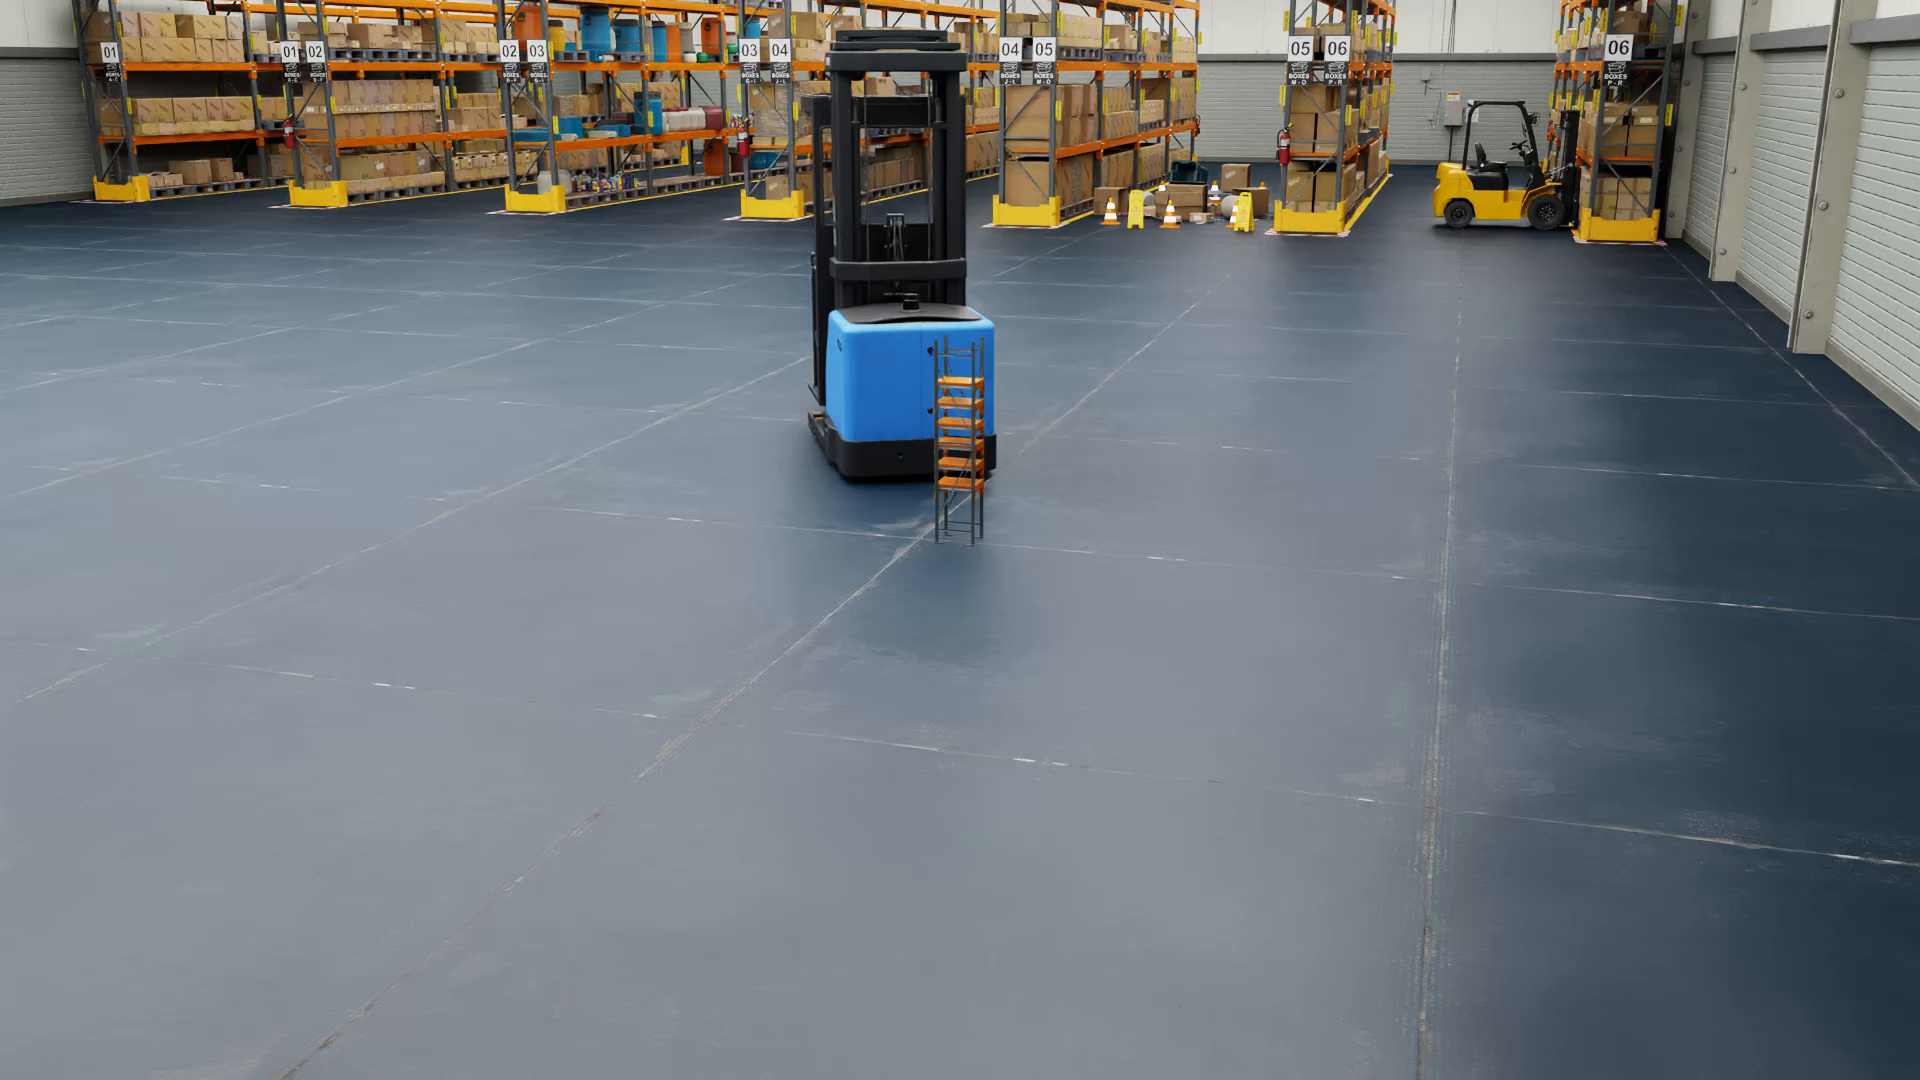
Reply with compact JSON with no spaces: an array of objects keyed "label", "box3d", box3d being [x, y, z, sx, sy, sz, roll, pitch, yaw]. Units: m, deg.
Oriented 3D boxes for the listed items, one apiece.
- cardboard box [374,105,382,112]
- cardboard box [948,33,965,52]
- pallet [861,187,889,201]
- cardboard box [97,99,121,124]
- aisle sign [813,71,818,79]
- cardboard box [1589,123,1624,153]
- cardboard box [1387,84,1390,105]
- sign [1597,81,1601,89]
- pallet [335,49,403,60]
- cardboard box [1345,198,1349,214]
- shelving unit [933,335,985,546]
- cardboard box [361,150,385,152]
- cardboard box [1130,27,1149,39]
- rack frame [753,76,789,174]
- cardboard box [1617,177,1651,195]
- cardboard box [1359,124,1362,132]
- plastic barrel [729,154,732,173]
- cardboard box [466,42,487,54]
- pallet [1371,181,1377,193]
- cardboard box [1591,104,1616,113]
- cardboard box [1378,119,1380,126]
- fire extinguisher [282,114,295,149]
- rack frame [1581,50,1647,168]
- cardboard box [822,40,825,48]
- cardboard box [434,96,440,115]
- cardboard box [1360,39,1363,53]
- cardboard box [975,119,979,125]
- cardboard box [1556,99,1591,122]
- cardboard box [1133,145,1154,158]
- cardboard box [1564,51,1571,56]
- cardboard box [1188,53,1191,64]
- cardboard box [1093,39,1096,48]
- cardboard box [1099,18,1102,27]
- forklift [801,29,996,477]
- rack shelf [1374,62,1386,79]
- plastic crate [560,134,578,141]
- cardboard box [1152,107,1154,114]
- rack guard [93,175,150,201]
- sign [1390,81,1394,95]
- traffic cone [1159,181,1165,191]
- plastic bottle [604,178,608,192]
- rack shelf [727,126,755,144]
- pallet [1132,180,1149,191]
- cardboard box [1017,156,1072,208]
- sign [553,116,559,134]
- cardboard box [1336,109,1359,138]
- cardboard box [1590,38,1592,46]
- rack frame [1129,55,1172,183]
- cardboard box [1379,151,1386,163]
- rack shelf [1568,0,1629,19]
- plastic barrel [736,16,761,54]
[{"label":"cardboard box","box3d":[-12.354,-9.048,34.860,0.380,0.149,0.250,4,16,15]},{"label":"cardboard box","box3d":[-0.285,-12.176,40.809,0.700,0.500,0.500,5,17,17]},{"label":"pallet","box3d":[-2.183,-7.404,35.547,1.003,0.211,1.213,5,16,16]},{"label":"cardboard box","box3d":[-17.857,-9.086,35.230,0.500,0.500,0.500,4,16,15]},{"label":"aisle sign","box3d":[-4.006,-13.358,46.664,0.394,0.787,0.004,5,16,16]},{"label":"cardboard box","box3d":[10.766,-6.675,27.684,0.500,0.500,0.500,5,17,18]},{"label":"cardboard box","box3d":[10.480,-11.159,41.658,0.500,0.500,0.500,5,16,16]},{"label":"sign","box3d":[15.795,-11.190,41.083,0.100,0.325,0.005,5,16,16]},{"label":"pallet","box3d":[-12.466,-10.168,34.847,1.003,0.211,1.213,5,16,16]},{"label":"cardboard box","box3d":[6.609,-5.929,29.504,0.500,0.250,0.500,5,17,18]},{"label":"shelving unit","box3d":[-0.004,-0.573,9.652,0.258,1.200,0.189,5,16,16]},{"label":"cardboard box","box3d":[-12.616,-8.193,36.111,0.500,0.500,0.500,5,16,16]},{"label":"cardboard box","box3d":[3.987,-11.256,36.934,0.396,0.266,0.258,5,16,16]},{"label":"rack frame","box3d":[-4.878,-11.019,43.181,1.000,3.000,0.127,5,16,16]},{"label":"cardboard box","box3d":[11.040,-5.814,27.269,0.500,0.250,0.500,4,16,15]},{"label":"cardboard box","box3d":[7.559,-7.975,32.139,0.380,0.149,0.250,5,17,17]},{"label":"plastic barrel","box3d":[-5.817,-9.262,40.775,0.421,0.512,0.421,0,16,0]},{"label":"cardboard box","box3d":[-11.297,-11.380,38.461,0.500,0.250,0.500,3,16,11]},{"label":"pallet","box3d":[8.880,-7.997,37.637,1.003,0.211,1.213,5,16,16]},{"label":"cardboard box","box3d":[10.888,-7.298,28.146,0.380,0.149,0.250,5,17,17]},{"label":"cardboard box","box3d":[9.486,-9.657,38.656,0.500,0.250,0.500,4,16,15]},{"label":"fire extinguisher","box3d":[-13.515,-8.233,33.499,0.296,0.674,0.183,5,16,16]},{"label":"rack frame","box3d":[11.859,-7.390,30.385,1.000,3.000,0.127,5,16,16]},{"label":"cardboard box","box3d":[-2.811,-9.519,31.939,0.380,0.149,0.250,4,16,15]},{"label":"cardboard box","box3d":[-14.402,-11.714,44.865,0.500,0.500,0.500,5,17,16]},{"label":"cardboard box","box3d":[7.089,-9.019,30.362,0.500,0.250,0.500,4,16,15]},{"label":"cardboard box","box3d":[0.274,-10.566,42.044,0.380,0.149,0.250,5,16,16]},{"label":"cardboard box","box3d":[13.780,-9.624,37.308,0.700,0.500,0.500,5,17,17]},{"label":"cardboard box","box3d":[4.186,-8.960,38.361,0.500,0.250,0.500,5,17,16]},{"label":"cardboard box","box3d":[14.029,-11.142,37.848,0.500,0.250,0.500,5,16,16]},{"label":"cardboard box","box3d":[5.567,-12.239,42.260,0.500,0.250,0.500,5,17,18]},{"label":"cardboard box","box3d":[2.384,-9.450,31.658,0.380,0.149,0.250,5,17,17]},{"label":"cardboard box","box3d":[2.526,-9.967,32.020,0.380,0.149,0.250,4,16,15]},{"label":"forklift","box3d":[-0.549,-2.186,12.166,1.130,2.935,3.031,-3,16,-11]},{"label":"rack shelf","box3d":[8.804,-10.440,36.962,1.077,0.370,4.000,5,16,16]},{"label":"plastic crate","box3d":[-7.725,-7.962,32.886,0.298,0.136,0.250,5,16,16]},{"label":"cardboard box","box3d":[4.303,-9.984,38.677,0.380,0.149,0.250,5,17,16]},{"label":"rack guard","box3d":[-17.765,-7.465,35.233,1.175,0.500,0.348,5,16,16]},{"label":"sign","box3d":[11.025,-11.538,42.456,0.100,0.325,0.005,5,16,16]},{"label":"traffic cone","box3d":[4.153,-7.144,34.169,0.336,0.463,0.334,5,16,16]},{"label":"plastic bottle","box3d":[-7.348,-7.345,34.421,0.097,0.271,0.097,0,16,0]},{"label":"rack shelf","box3d":[-5.446,-10.150,41.435,1.077,0.370,4.000,5,16,16]},{"label":"pallet","box3d":[3.684,-8.040,37.789,1.003,0.211,1.213,5,16,16]},{"label":"cardboard box","box3d":[1.565,-6.677,30.998,0.875,0.875,0.875,4,16,15]},{"label":"sign","box3d":[-7.762,-7.969,31.921,0.100,0.325,0.005,5,16,16]},{"label":"cardboard box","box3d":[7.071,-7.694,30.730,0.500,0.500,0.500,5,17,18]},{"label":"cardboard box","box3d":[11.440,-8.868,29.608,0.380,0.149,0.250,5,17,17]},{"label":"rack frame","box3d":[4.597,-10.224,40.378,1.000,3.000,0.127,5,16,16]},{"label":"cardboard box","box3d":[10.417,-9.702,42.464,0.875,0.438,0.875,4,16,14]},{"label":"rack shelf","box3d":[13.564,-11.307,35.254,1.077,0.370,4.000,5,16,16]},{"label":"plastic barrel","box3d":[-5.216,-12.447,41.030,0.600,0.901,0.708,5,16,16]}]
